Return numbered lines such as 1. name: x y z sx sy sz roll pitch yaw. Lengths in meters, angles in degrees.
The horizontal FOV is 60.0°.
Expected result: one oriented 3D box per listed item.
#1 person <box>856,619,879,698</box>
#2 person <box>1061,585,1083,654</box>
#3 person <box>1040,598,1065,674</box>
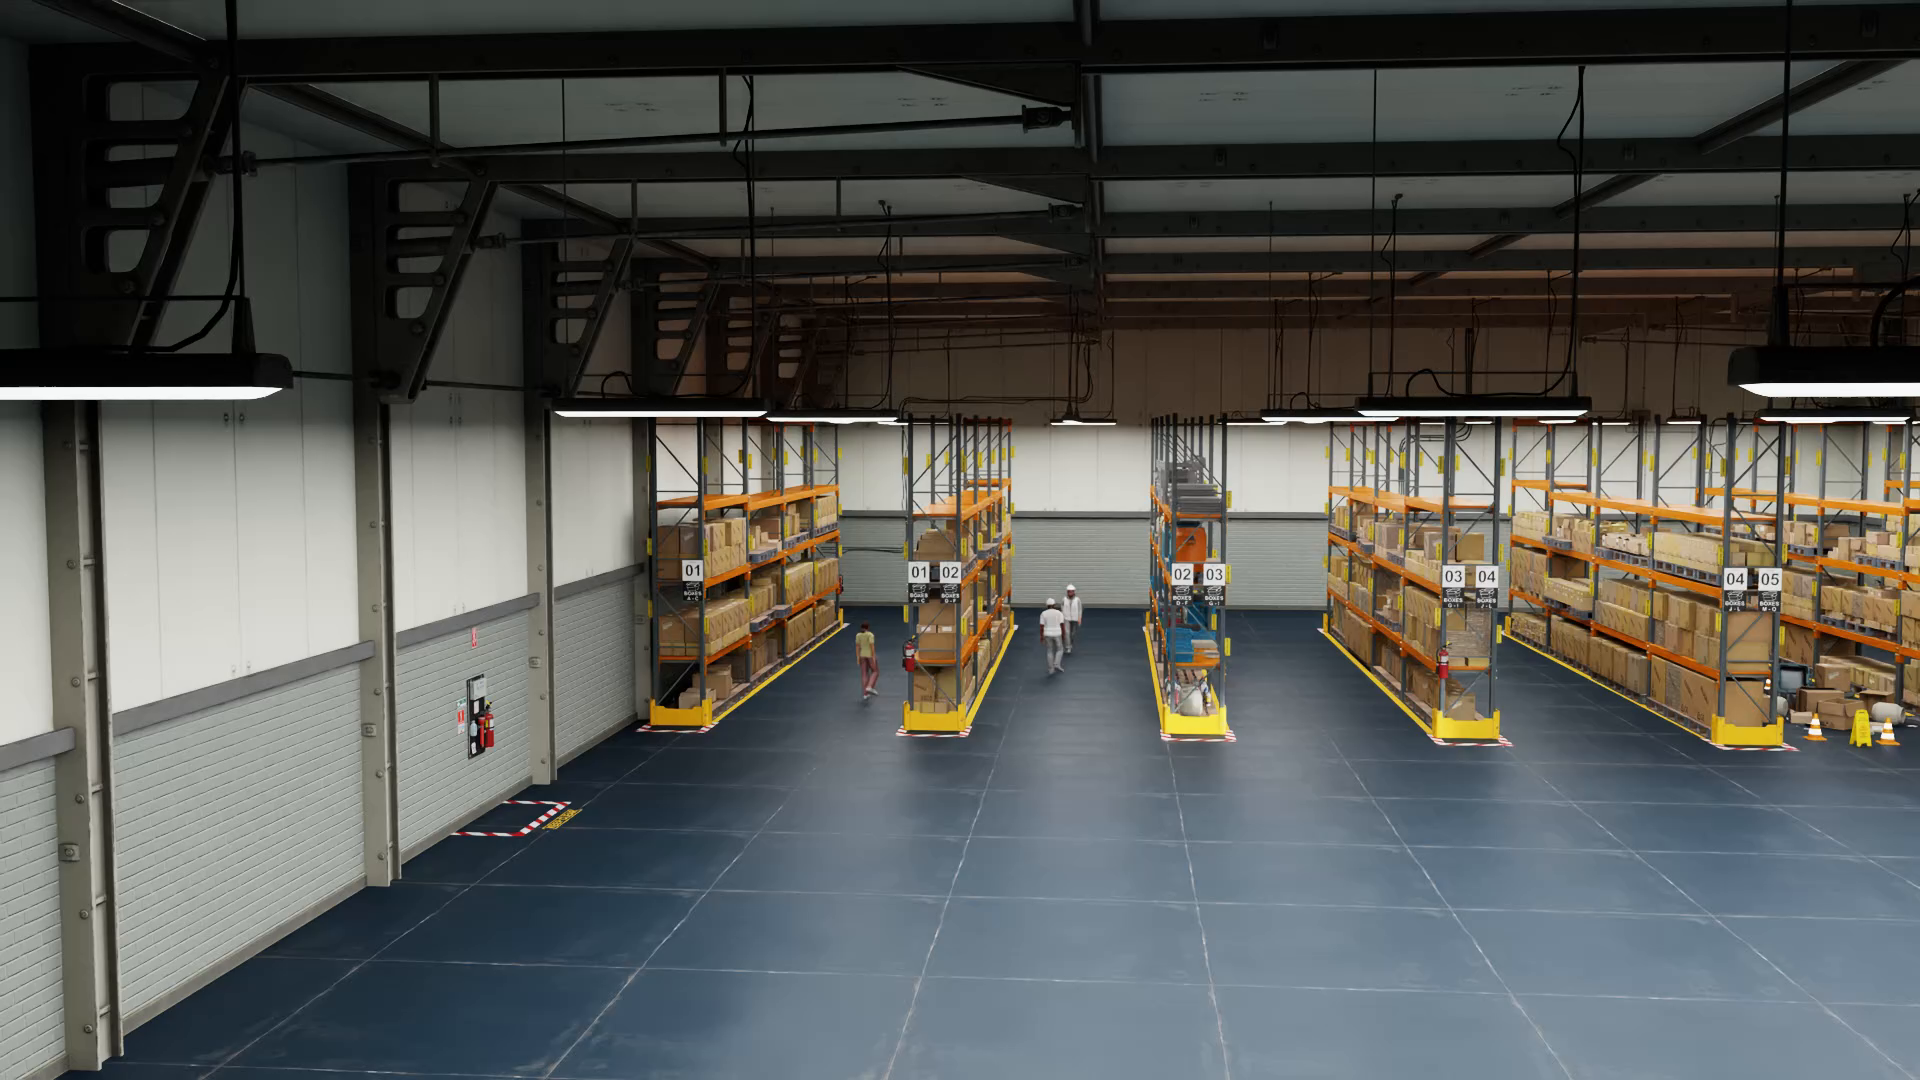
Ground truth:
1. person: -1.974 2.514 35.226 0.512 1.662 0.471 1 4 14
2. person: 2.852 2.007 42.334 0.525 1.713 1.090 0 4 -6
3. person: 2.147 2.240 38.678 0.593 1.764 0.504 1 4 7
